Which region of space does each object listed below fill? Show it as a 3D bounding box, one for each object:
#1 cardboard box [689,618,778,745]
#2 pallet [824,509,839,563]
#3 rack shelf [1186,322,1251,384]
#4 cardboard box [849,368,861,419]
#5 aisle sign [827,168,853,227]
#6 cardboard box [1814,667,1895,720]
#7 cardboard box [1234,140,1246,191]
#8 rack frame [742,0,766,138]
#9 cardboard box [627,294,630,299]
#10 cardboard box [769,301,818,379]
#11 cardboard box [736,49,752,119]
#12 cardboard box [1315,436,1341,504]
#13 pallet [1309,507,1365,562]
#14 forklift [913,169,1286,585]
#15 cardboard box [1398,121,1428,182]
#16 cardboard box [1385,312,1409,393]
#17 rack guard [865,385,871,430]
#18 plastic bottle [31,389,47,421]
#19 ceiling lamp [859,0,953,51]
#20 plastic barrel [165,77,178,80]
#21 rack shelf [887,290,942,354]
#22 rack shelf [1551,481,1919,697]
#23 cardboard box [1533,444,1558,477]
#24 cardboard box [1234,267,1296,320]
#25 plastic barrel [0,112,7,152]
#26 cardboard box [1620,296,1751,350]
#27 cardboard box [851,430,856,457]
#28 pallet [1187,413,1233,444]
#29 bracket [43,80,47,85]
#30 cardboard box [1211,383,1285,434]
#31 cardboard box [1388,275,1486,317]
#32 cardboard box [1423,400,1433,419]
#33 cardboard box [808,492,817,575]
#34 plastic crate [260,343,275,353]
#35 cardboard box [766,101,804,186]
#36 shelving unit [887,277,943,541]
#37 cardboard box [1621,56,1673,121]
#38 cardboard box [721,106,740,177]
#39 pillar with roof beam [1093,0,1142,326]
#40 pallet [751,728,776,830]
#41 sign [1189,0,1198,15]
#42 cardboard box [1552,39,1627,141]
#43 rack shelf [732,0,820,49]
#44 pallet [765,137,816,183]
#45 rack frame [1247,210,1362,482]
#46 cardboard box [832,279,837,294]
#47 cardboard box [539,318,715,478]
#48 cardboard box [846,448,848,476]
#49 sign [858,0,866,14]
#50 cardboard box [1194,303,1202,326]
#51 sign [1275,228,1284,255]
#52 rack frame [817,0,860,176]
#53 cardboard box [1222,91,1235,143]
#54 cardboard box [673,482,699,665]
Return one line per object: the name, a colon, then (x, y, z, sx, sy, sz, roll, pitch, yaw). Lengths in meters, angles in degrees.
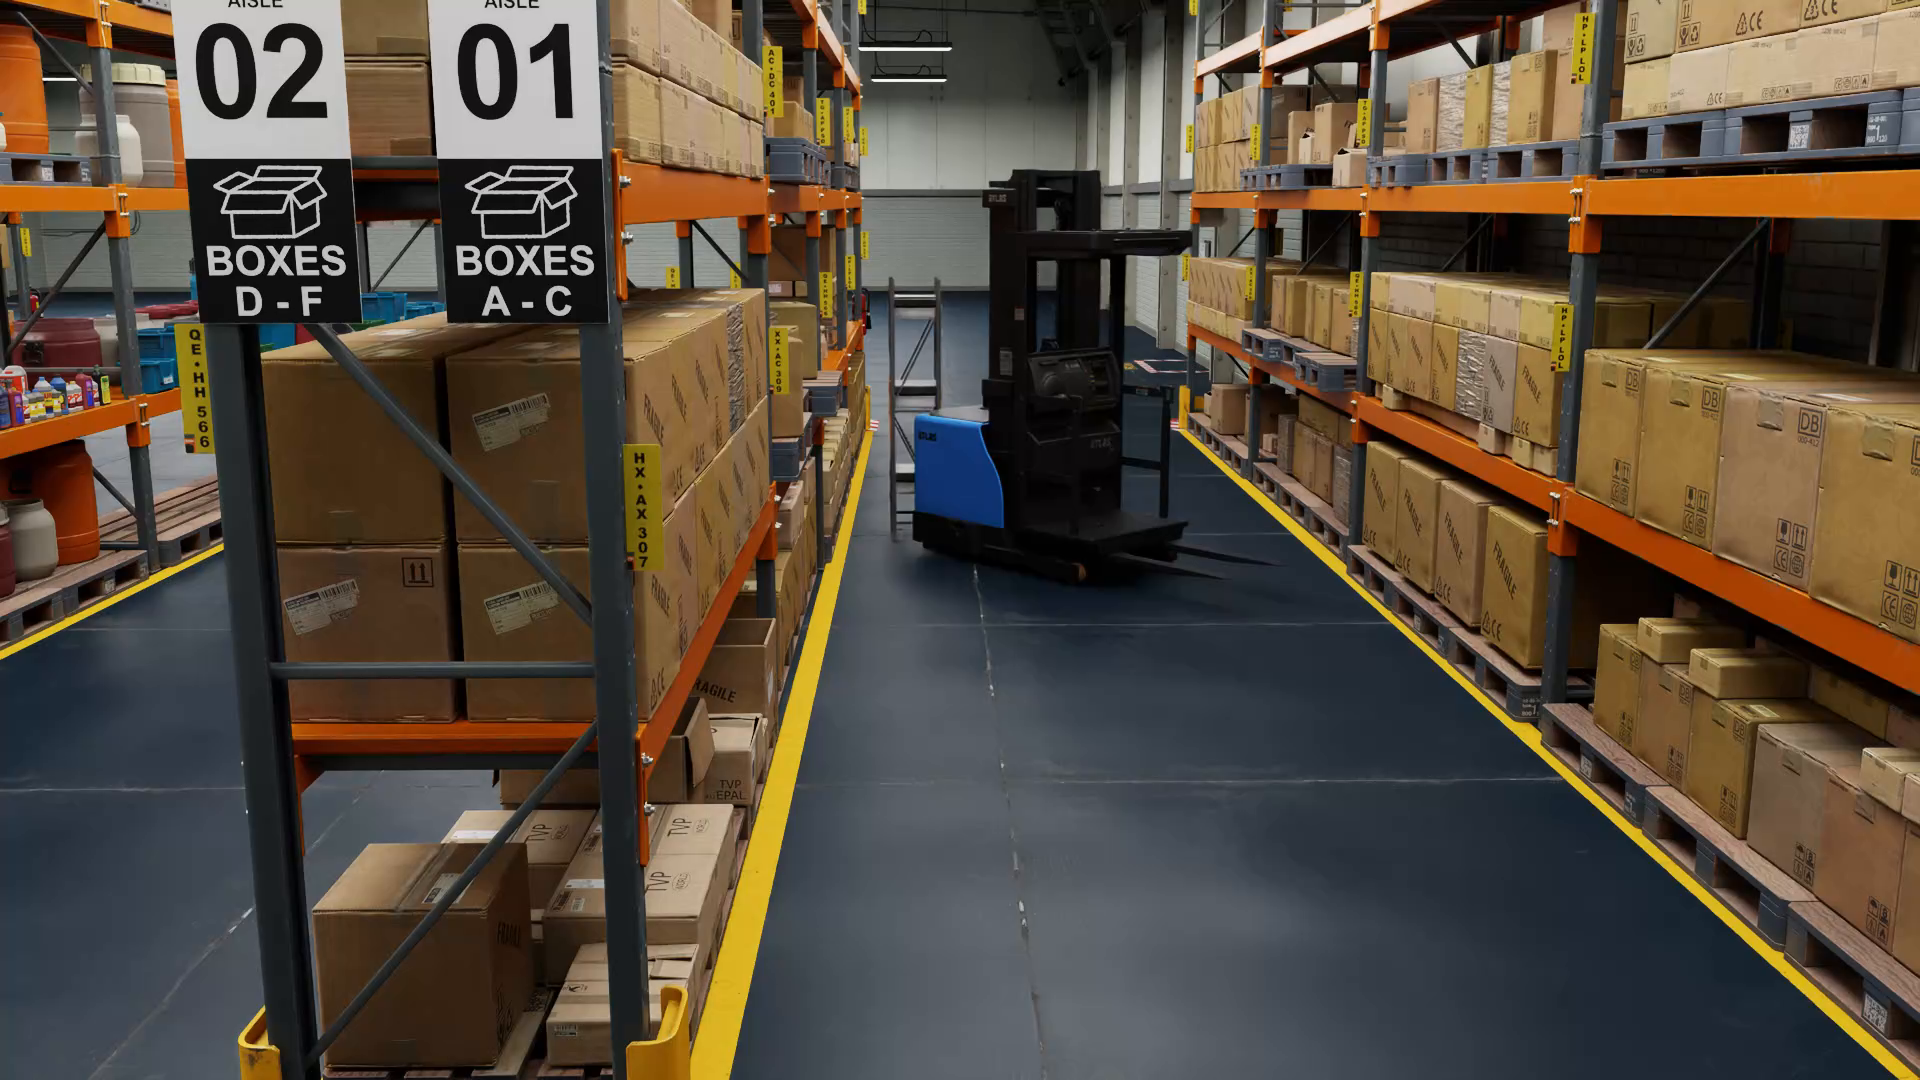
cardboard box: (-1.139, 0.672, 7.885, 0.500, 0.500, 0.500, 0, 11, -1)
pallet: (-1.495, -0.042, 13.237, 1.003, 0.211, 1.213, 0, 11, -1)
rack shelf: (3.311, -2.106, 18.207, 1.077, 0.370, 4.000, 0, 11, -1)
cardboard box: (-1.317, -1.558, 17.669, 0.500, 0.500, 0.500, 0, 11, -1)
aisle sign: (-1.390, -4.124, 19.803, 0.394, 0.787, 0.004, 0, 11, -1)
cardboard box: (3.656, 0.608, 6.616, 0.380, 0.149, 0.250, 0, 11, -2)
cardboard box: (3.097, -3.790, 16.851, 0.500, 0.500, 0.500, -1, 12, -6)
rack frame: (-1.435, -3.390, 7.636, 1.000, 3.000, 0.127, 0, 11, -1)
cardboard box: (-1.695, -0.792, 7.151, 0.500, 0.500, 0.500, -1, 11, -3)
cardboard box: (-1.392, -1.375, 11.486, 0.700, 0.500, 0.500, -4, 12, -20)
cardboard box: (-1.146, -1.897, 6.939, 0.500, 0.250, 0.500, 0, 11, -1)
cardboard box: (3.435, -0.601, 14.159, 0.700, 0.500, 0.500, 0, 11, -1)
pallet: (3.420, -0.055, 13.299, 1.003, 0.211, 1.213, 0, 11, -1)
forklift: (0.999, -1.225, 12.224, 1.130, 2.935, 3.031, -11, 16, -42)
cardboard box: (3.650, -2.939, 12.656, 0.500, 0.500, 0.500, 0, 11, -1)
cardboard box: (3.191, -1.269, 11.220, 0.500, 0.500, 0.500, 0, 11, 1)
rack guard: (-1.683, -1.615, 20.263, 1.175, 0.500, 0.348, 0, 11, -1)
plastic bottle: (-6.036, -0.884, 10.871, 0.097, 0.201, 0.097, 0, 11, 0)
ceiling lamp: (-1.162, -11.886, 34.832, 2.000, 3.185, 0.800, 0, 11, -1)
plastic barrel: (-6.298, -3.376, 13.851, 0.600, 0.901, 0.708, 0, 11, -1)
rack shelf: (-0.367, -1.744, 13.422, 0.431, 0.518, 0.480, -1, 11, -3)
rack shelf: (3.559, 0.279, 6.449, 1.077, 0.370, 4.000, 0, 11, -1)
cardboard box: (3.228, -0.424, 8.685, 0.380, 0.149, 0.250, 0, 11, -1)
cardboard box: (3.034, -2.458, 16.571, 0.500, 0.500, 0.500, 0, 11, -1)
plastic barrel: (-6.301, -2.621, 10.682, 0.301, 0.262, 0.301, 0, 11, 0)
cardboard box: (3.769, -1.136, 8.677, 0.500, 0.250, 0.500, 0, 11, 1)
cardboard box: (-1.307, -0.992, 16.764, 0.500, 0.250, 0.500, 0, 11, -1)
pallet: (3.253, -1.313, 19.501, 1.003, 0.211, 1.213, 0, 11, -1)
bracket: (-27.667, -13.814, 49.965, 0.235, 0.232, 0.430, 0, 11, -1)
cardboard box: (3.171, -1.450, 18.341, 0.700, 0.500, 0.500, -1, 12, -5)
cardboard box: (3.199, -1.640, 11.163, 0.500, 0.250, 0.500, 0, 11, -2)
cardboard box: (3.270, -0.882, 10.945, 0.380, 0.149, 0.250, 0, 11, 0)
cardboard box: (-1.263, -0.051, 11.445, 0.500, 0.500, 0.500, 0, 11, 1)
plastic crate: (-6.234, -1.572, 14.295, 0.450, 0.188, 0.662, 0, 11, -1)
cardboard box: (-1.453, -2.473, 10.408, 0.910, 0.500, 0.500, 0, 11, -1)
shelving unit: (-0.367, -1.071, 13.558, 0.431, 2.100, 0.503, -1, 11, -3)
cardboard box: (3.269, -1.984, 7.319, 0.500, 0.250, 0.500, 0, 11, -1)
cardboard box: (-1.140, -1.552, 6.499, 0.500, 0.250, 0.500, 0, 11, -1)
pillar with roof beam: (-0.527, -9.221, 36.380, 9.100, 9.000, 0.548, 0, 11, -1)
pallet: (-1.422, 1.053, 7.837, 1.003, 0.211, 1.213, 0, 11, -1)
sign: (2.727, -6.291, 19.387, 0.100, 0.325, 0.005, 0, 11, -1)
cardboard box: (3.609, -2.381, 8.849, 0.700, 0.500, 0.500, -1, 12, -4)
rack shelf: (-1.476, -3.239, 9.707, 1.077, 0.370, 4.000, 0, 11, -1)
pallet: (-1.378, -1.958, 8.594, 1.213, 0.211, 1.003, 0, 11, -1)
rack frame: (3.352, -2.061, 16.176, 1.000, 3.000, 0.127, 0, 11, -1)
cardboard box: (-1.417, -2.511, 16.510, 0.380, 0.149, 0.250, 0, 11, 0)
cardboard box: (-1.121, -0.487, 5.647, 0.500, 0.500, 0.500, 0, 11, 0)
cardboard box: (-1.293, -0.717, 15.407, 0.500, 0.250, 0.500, 0, 11, -2)
sign: (-1.140, -6.271, 19.291, 0.100, 0.325, 0.005, 0, 11, -1)
cardboard box: (2.987, -2.591, 19.115, 0.500, 0.250, 0.500, -1, 11, -3)
sign: (3.825, -3.577, 19.940, 0.100, 0.325, 0.005, 0, 11, -1)
rack frame: (-1.683, -5.776, 19.394, 1.000, 3.000, 0.127, 0, 11, -1)
cardboard box: (3.028, -4.391, 17.300, 0.500, 0.500, 0.500, -1, 11, -3)
cardboard box: (-1.114, 0.104, 5.249, 0.500, 0.500, 0.500, 0, 11, -2)
